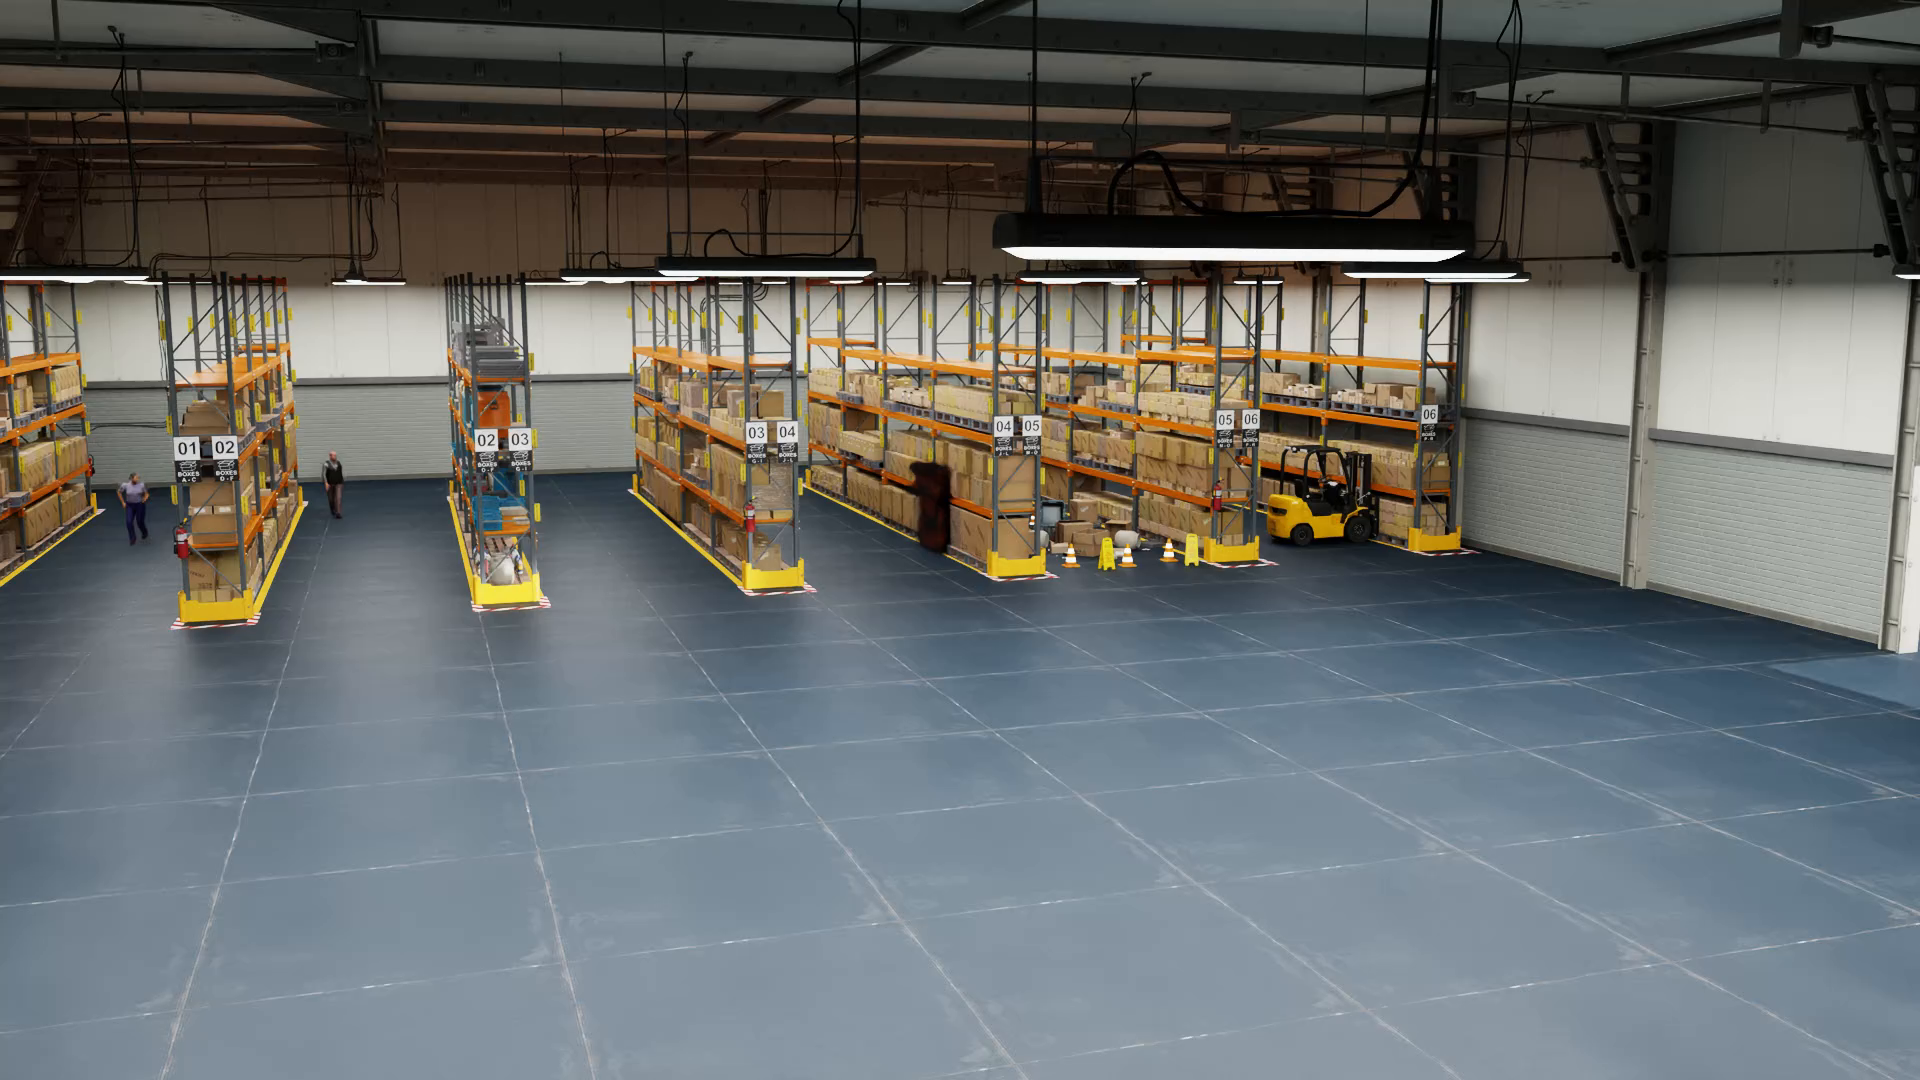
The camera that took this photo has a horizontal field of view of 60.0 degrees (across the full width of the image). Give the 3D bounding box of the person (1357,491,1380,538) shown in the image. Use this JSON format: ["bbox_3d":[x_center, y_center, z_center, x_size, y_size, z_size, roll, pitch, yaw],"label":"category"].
[{"bbox_3d":[2.149,-1.396,41.690,13.973,1.740,11.885,-3,9,-17],"label":"person"}]

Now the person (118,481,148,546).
[{"bbox_3d":[-18.645,-0.612,37.562,0.575,1.491,0.724,-2,9,-13],"label":"person"}]

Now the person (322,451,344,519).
[{"bbox_3d":[-15.720,-1.384,41.696,0.496,1.686,1.012,-2,9,-14],"label":"person"}]

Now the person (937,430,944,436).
[{"bbox_3d":[-0.746,-2.952,52.599,0.465,1.501,0.384,-2,9,-15],"label":"person"}]
